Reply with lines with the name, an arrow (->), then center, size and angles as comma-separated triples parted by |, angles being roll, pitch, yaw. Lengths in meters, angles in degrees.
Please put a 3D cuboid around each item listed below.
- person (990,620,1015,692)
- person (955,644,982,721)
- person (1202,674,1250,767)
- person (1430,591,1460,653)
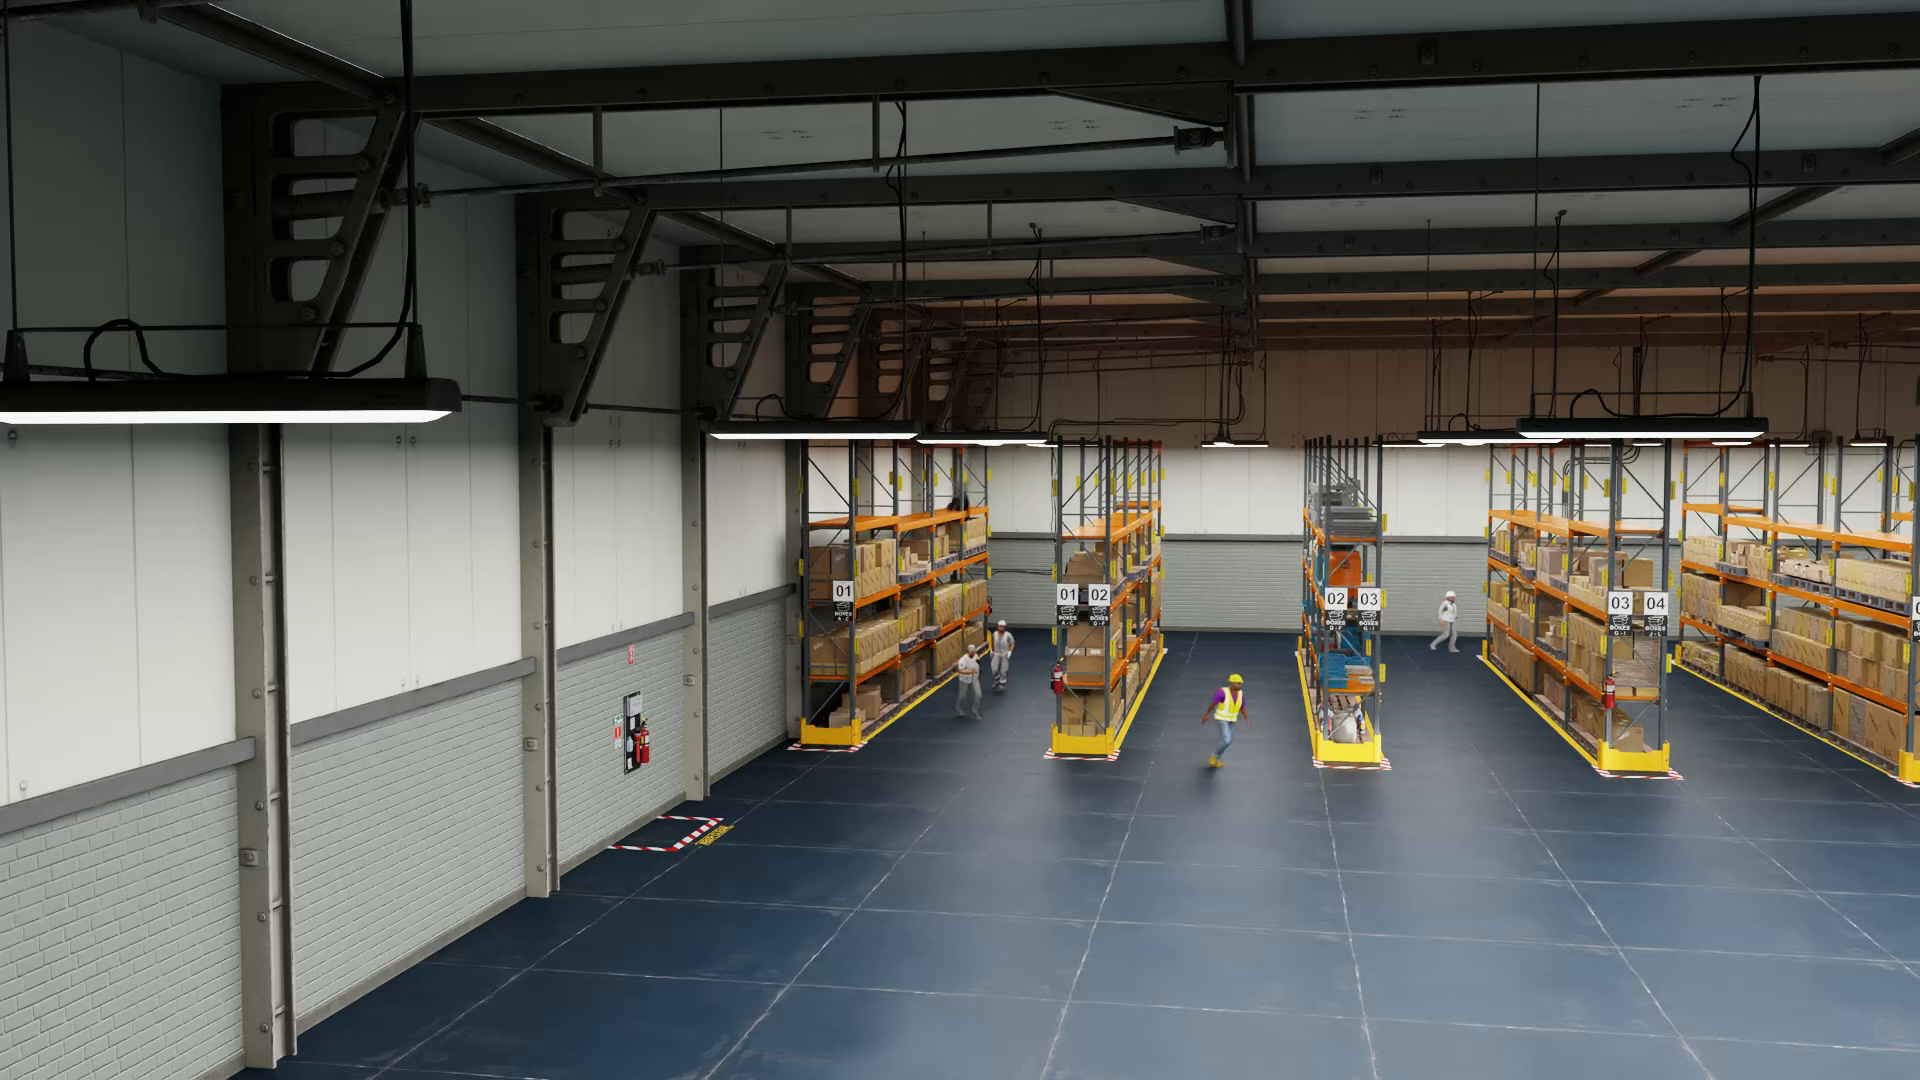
person -> 0.961, 2.729, 39.064 | 0.680, 1.722, 0.778 | 1, 3, 14
person -> 0.193, 3.015, 35.304 | 0.606, 1.637, 0.953 | -1, 3, -23
person -> 4.807, 3.244, 29.884 | 0.675, 1.707, 0.689 | -2, 4, -32
person -> 13.830, 2.314, 47.097 | 0.800, 1.712, 0.894 | 3, 4, 40
